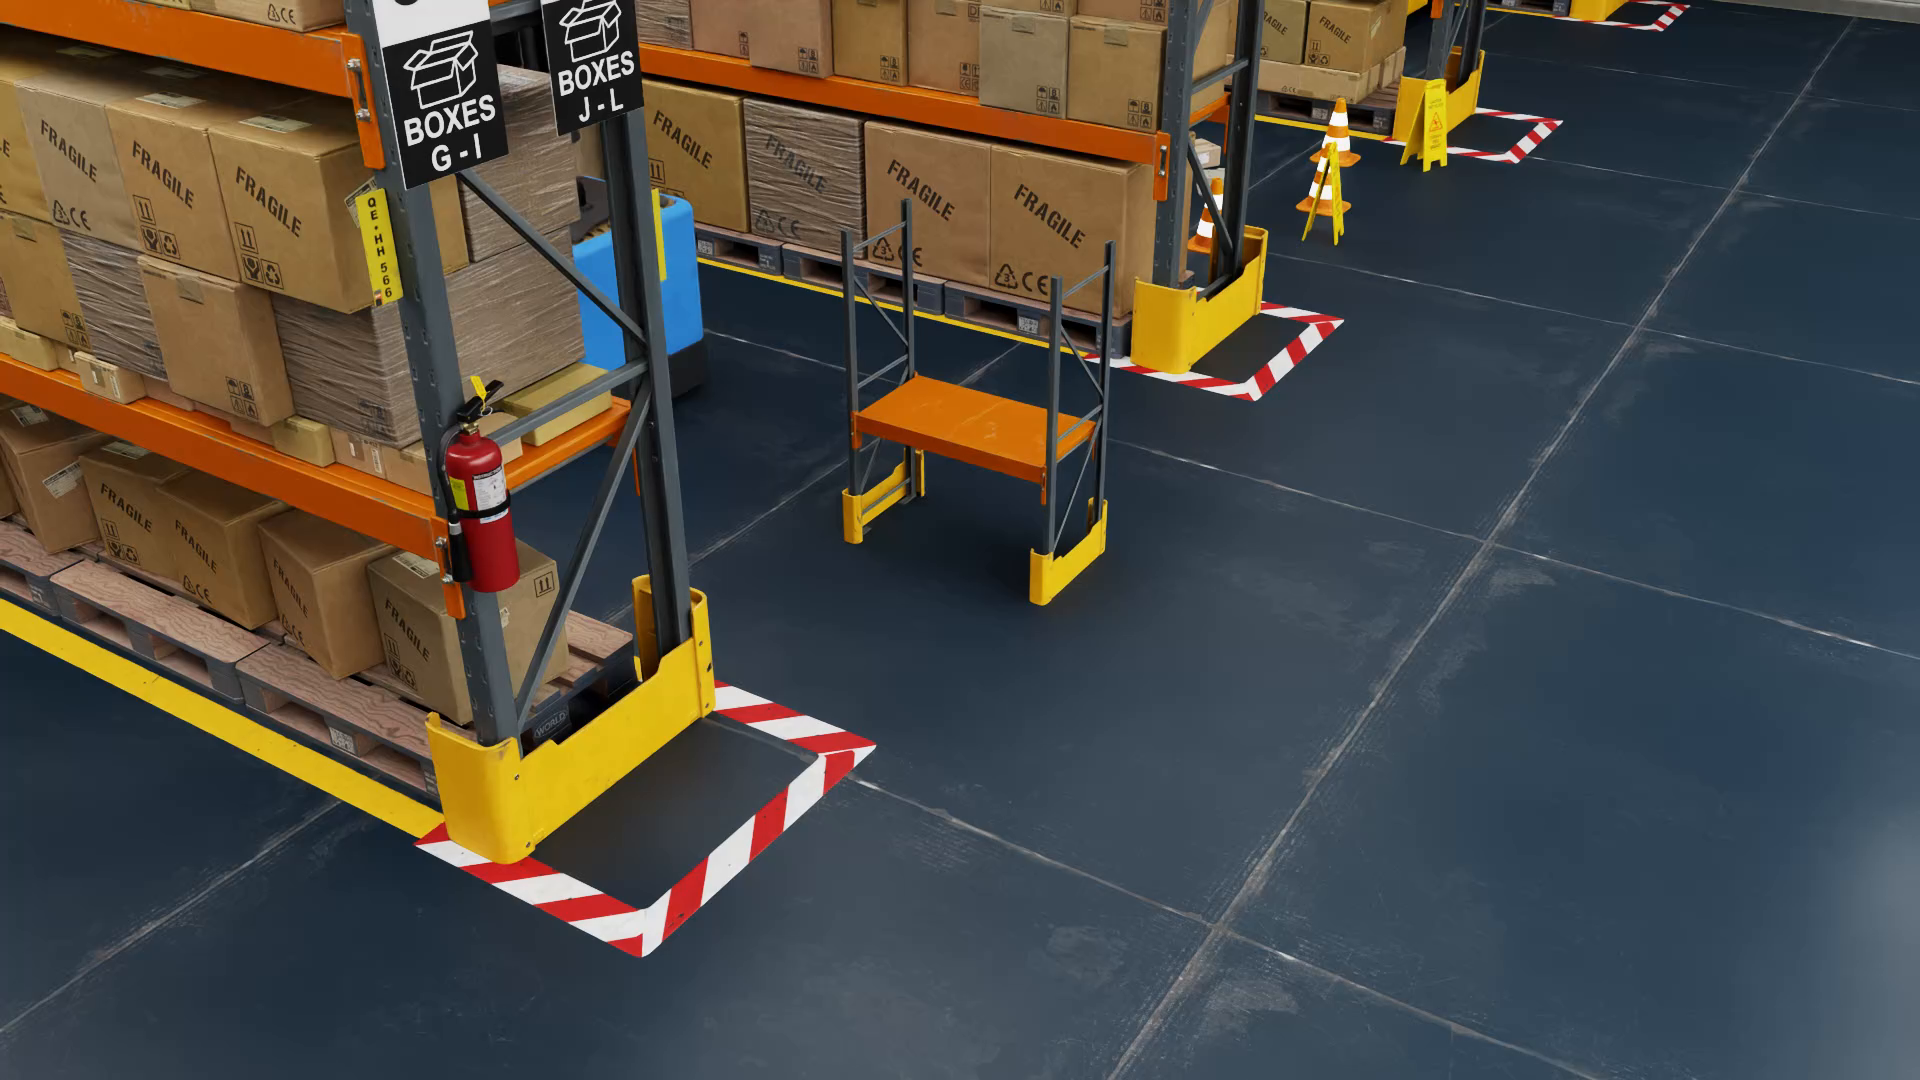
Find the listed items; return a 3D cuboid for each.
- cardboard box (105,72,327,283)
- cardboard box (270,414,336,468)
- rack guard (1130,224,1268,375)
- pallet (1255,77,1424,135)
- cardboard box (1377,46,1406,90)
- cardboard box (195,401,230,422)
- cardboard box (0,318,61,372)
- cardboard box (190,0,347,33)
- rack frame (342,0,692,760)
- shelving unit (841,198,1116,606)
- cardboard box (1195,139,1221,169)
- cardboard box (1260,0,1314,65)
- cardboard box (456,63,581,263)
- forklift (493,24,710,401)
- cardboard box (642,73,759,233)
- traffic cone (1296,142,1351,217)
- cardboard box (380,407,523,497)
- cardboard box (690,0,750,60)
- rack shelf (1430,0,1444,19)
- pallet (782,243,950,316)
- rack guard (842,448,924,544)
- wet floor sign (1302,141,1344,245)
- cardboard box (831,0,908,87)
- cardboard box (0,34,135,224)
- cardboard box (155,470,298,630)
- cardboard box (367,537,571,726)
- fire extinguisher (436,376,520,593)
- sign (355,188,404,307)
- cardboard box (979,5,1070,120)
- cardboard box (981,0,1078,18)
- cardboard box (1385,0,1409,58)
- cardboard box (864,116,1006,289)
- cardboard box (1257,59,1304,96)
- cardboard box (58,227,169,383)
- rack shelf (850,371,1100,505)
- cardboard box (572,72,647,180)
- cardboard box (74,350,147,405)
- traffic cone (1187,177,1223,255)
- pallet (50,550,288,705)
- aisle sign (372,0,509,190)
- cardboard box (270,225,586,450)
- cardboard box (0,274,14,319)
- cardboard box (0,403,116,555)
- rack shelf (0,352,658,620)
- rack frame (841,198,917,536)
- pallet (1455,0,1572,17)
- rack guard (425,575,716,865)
[{"bbox_3d":[-2.363,-1.202,5.447,0.500,0.500,0.500,18,35,27],"label":"cardboard box"},{"bbox_3d":[-2.141,-0.417,5.737,0.250,0.149,0.380,18,35,27],"label":"cardboard box"},{"bbox_3d":[1.404,-1.429,9.703,0.348,0.500,1.175,18,35,27],"label":"rack guard"},{"bbox_3d":[3.196,-3.703,13.888,1.213,0.211,1.003,18,35,27],"label":"pallet"},{"bbox_3d":[3.393,-3.982,13.911,0.500,0.250,0.500,17,34,27],"label":"cardboard box"},{"bbox_3d":[-2.534,-0.575,6.008,0.250,0.149,0.380,18,35,27],"label":"cardboard box"},{"bbox_3d":[-3.427,-0.806,6.404,0.250,0.149,0.380,18,35,27],"label":"cardboard box"},{"bbox_3d":[-1.883,-1.676,4.819,0.500,0.250,0.500,18,35,28],"label":"cardboard box"},{"bbox_3d":[-1.339,-0.425,5.501,0.127,3.000,1.000,18,35,27],"label":"rack frame"},{"bbox_3d":[0.065,-0.627,7.337,1.083,1.500,0.587,18,35,27],"label":"shelving unit"},{"bbox_3d":[1.746,-2.912,12.594,0.380,0.149,0.250,-15,33,-24],"label":"cardboard box"},{"bbox_3d":[2.668,-4.214,13.564,0.500,0.500,0.500,19,35,29],"label":"cardboard box"},{"bbox_3d":[-1.660,-1.292,5.601,0.500,0.500,0.500,18,35,27],"label":"cardboard box"},{"bbox_3d":[-2.890,-2.312,8.804,3.031,2.935,1.130,18,35,28],"label":"forklift"},{"bbox_3d":[-1.509,-2.652,11.010,0.875,0.875,0.875,18,35,28],"label":"cardboard box"},{"bbox_3d":[2.577,-2.558,11.676,0.334,0.463,0.336,18,35,27],"label":"traffic cone"},{"bbox_3d":[-1.690,-0.305,5.545,0.250,0.149,0.380,18,35,27],"label":"cardboard box"},{"bbox_3d":[-1.208,-3.420,10.486,0.550,0.550,0.875,18,35,27],"label":"cardboard box"},{"bbox_3d":[2.235,-4.879,13.851,4.000,0.370,1.077,18,35,27],"label":"rack shelf"},{"bbox_3d":[-0.365,-1.818,10.657,1.213,0.211,1.003,18,35,27],"label":"pallet"},{"bbox_3d":[-0.357,-0.221,7.881,0.087,0.250,0.587,18,35,27],"label":"rack guard"},{"bbox_3d":[2.460,-2.335,11.112,0.232,0.644,0.267,12,32,19],"label":"wet floor sign"},{"bbox_3d":[-0.311,-3.125,9.982,0.500,0.550,0.875,18,35,27],"label":"cardboard box"},{"bbox_3d":[-3.204,-1.474,5.914,0.500,0.500,0.500,18,35,27],"label":"cardboard box"},{"bbox_3d":[-2.904,-0.022,6.875,0.500,0.500,0.500,21,36,32],"label":"cardboard box"},{"bbox_3d":[-1.859,0.299,6.325,0.500,0.500,0.500,25,39,36],"label":"cardboard box"},{"bbox_3d":[-1.487,-0.164,5.131,0.183,0.674,0.296,18,35,27],"label":"fire extinguisher"},{"bbox_3d":[-1.651,-0.830,4.733,0.005,0.325,0.100,18,35,27],"label":"sign"},{"bbox_3d":[0.567,-2.798,9.420,0.550,0.550,0.875,18,35,27],"label":"cardboard box"},{"bbox_3d":[0.575,-3.270,9.158,0.550,0.550,0.875,18,35,27],"label":"cardboard box"},{"bbox_3d":[3.373,-4.312,13.733,0.500,0.500,0.500,16,34,26],"label":"cardboard box"},{"bbox_3d":[0.027,-2.167,10.179,0.875,0.875,0.875,17,34,27],"label":"cardboard box"},{"bbox_3d":[2.667,-3.892,13.757,0.500,0.250,0.500,18,35,28],"label":"cardboard box"},{"bbox_3d":[-2.678,-0.991,6.077,0.500,0.500,0.875,18,35,27],"label":"cardboard box"},{"bbox_3d":[0.072,-0.470,7.424,1.000,0.185,0.538,18,35,27],"label":"rack shelf"},{"bbox_3d":[-2.578,-2.924,11.601,0.750,0.750,1.050,17,34,27],"label":"cardboard box"},{"bbox_3d":[-3.017,-0.662,6.157,0.250,0.149,0.380,18,35,27],"label":"cardboard box"},{"bbox_3d":[1.688,-2.167,11.006,0.334,0.463,0.336,18,35,27],"label":"traffic cone"},{"bbox_3d":[-3.102,0.199,7.199,1.213,0.211,1.003,18,35,27],"label":"pallet"},{"bbox_3d":[-1.446,-1.403,4.598,0.004,0.787,0.394,18,35,27],"label":"aisle sign"},{"bbox_3d":[-1.790,-0.756,5.674,0.500,0.500,0.875,18,35,27],"label":"cardboard box"},{"bbox_3d":[-3.497,-1.281,6.575,0.500,0.500,0.875,18,35,27],"label":"cardboard box"},{"bbox_3d":[-3.920,-0.324,7.392,0.500,0.500,0.500,-23,37,-33],"label":"cardboard box"},{"bbox_3d":[-3.033,-0.650,6.601,4.000,0.370,1.077,18,35,27],"label":"rack shelf"},{"bbox_3d":[-0.358,-0.761,7.566,0.032,1.500,0.500,18,35,27],"label":"rack frame"},{"bbox_3d":[5.895,-5.756,17.408,1.213,0.211,1.003,18,35,27],"label":"pallet"},{"bbox_3d":[-1.404,0.635,6.166,0.348,0.500,1.175,18,35,27],"label":"rack guard"}]
